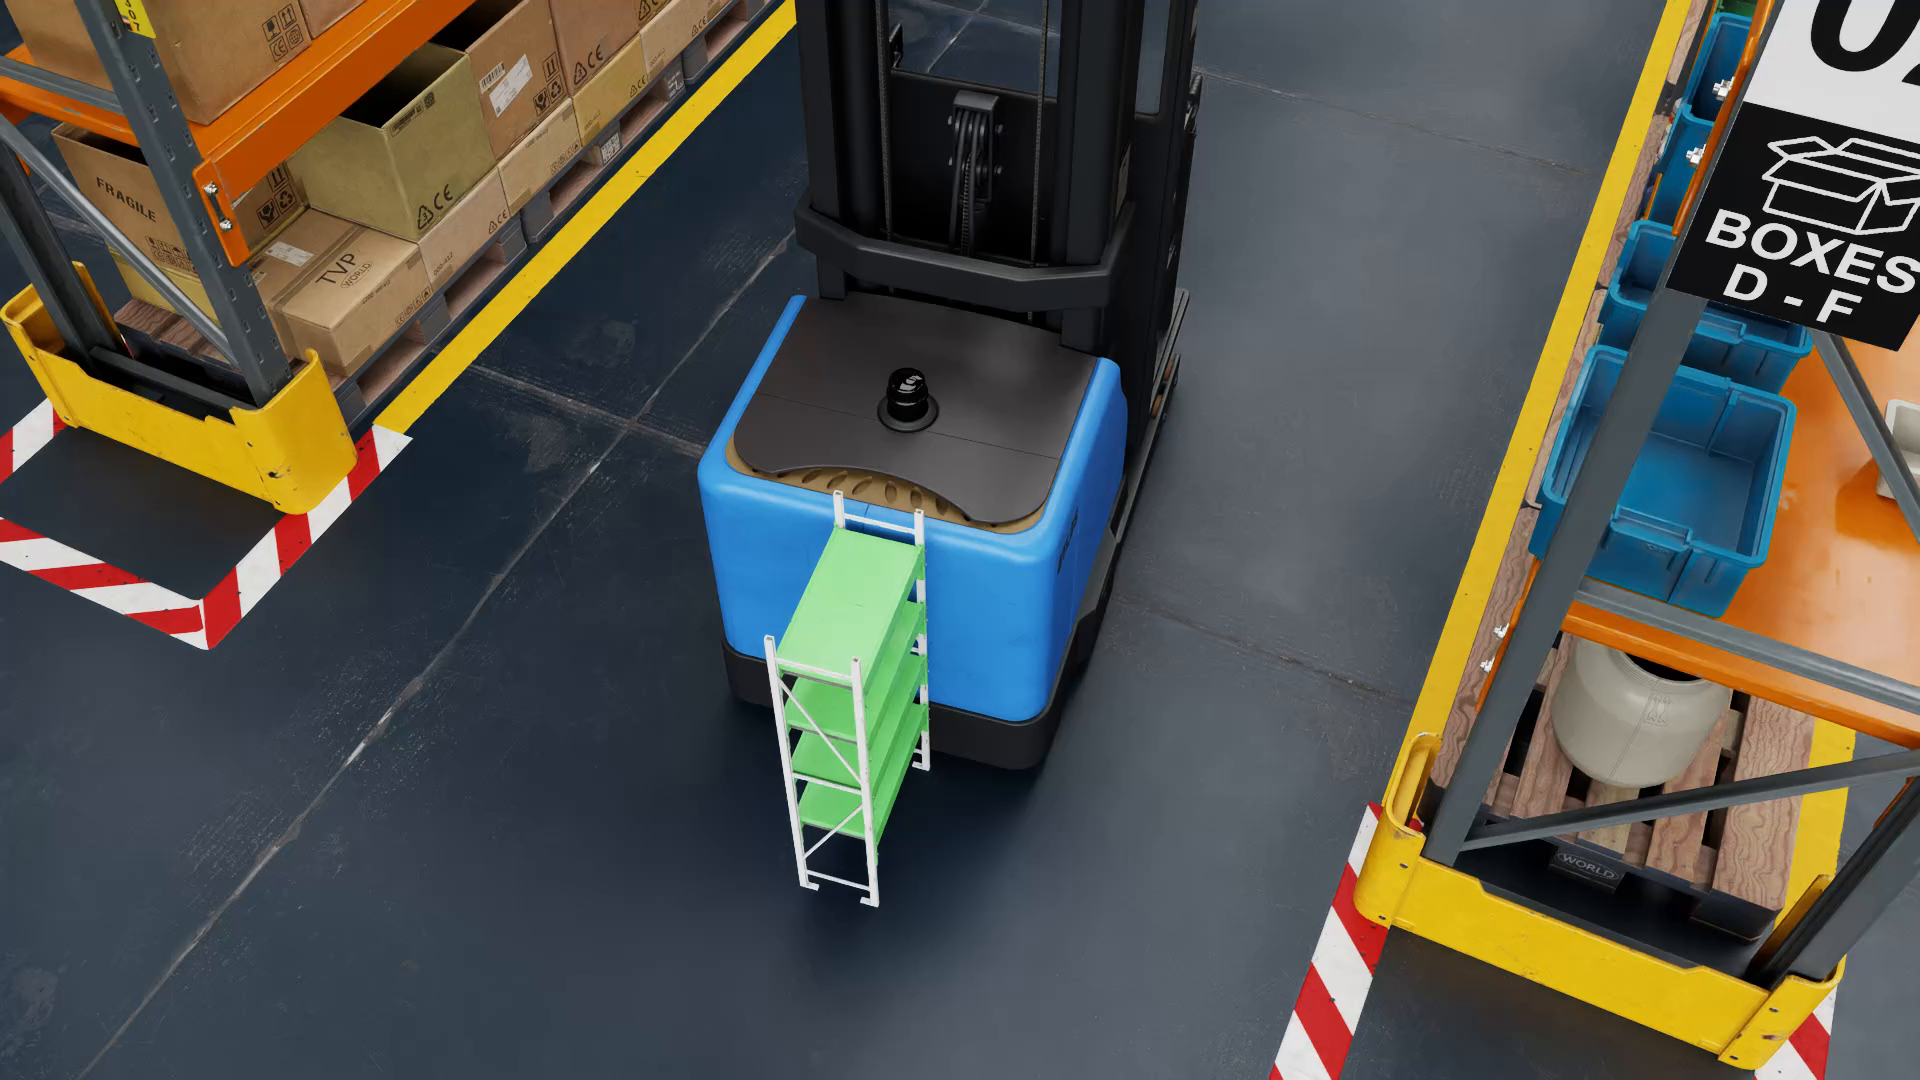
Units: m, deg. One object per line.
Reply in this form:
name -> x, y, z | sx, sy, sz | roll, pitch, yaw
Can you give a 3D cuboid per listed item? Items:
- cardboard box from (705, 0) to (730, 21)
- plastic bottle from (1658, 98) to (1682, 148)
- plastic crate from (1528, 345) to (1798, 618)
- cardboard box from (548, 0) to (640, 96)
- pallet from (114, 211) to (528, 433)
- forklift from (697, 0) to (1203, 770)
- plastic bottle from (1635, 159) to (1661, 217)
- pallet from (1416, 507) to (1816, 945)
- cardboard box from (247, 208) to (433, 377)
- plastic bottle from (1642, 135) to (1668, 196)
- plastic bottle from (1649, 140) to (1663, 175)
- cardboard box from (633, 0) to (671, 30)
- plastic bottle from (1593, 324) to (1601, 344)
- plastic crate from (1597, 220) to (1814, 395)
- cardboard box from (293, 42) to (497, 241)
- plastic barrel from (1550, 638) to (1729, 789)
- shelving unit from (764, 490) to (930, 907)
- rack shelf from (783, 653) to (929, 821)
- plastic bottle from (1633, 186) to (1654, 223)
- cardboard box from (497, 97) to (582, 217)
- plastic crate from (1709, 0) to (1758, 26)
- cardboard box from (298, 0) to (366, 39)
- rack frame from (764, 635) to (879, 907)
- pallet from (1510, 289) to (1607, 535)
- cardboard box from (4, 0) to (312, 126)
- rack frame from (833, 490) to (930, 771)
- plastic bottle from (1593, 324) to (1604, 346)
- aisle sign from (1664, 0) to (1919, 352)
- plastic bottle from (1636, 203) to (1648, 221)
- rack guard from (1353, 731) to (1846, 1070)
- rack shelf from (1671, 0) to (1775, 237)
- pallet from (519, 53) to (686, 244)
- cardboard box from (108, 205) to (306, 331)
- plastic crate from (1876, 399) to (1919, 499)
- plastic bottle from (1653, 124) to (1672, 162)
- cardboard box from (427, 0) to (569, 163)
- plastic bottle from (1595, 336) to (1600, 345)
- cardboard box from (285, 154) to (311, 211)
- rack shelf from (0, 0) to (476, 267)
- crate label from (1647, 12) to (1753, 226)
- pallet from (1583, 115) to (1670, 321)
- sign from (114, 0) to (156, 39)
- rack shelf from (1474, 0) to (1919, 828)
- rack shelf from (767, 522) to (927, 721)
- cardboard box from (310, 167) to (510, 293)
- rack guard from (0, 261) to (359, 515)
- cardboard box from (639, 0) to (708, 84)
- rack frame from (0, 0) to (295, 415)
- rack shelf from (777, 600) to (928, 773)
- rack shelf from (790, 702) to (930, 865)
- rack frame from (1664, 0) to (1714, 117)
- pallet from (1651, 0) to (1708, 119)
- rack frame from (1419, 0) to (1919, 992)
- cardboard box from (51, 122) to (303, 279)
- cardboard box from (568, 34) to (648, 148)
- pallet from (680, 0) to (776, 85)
cardboard box -> -1.253, -2.637, 7.554 | 0.500, 0.250, 0.500 | 20, 52, 16
plastic bottle -> 2.914, -1.691, 6.722 | 0.097, 0.271, 0.097 | 0, 50, 0
plastic crate -> 1.681, -0.149, 4.004 | 0.499, 0.251, 0.616 | 20, 52, 16
cardboard box -> -1.665, -2.186, 6.678 | 0.500, 0.500, 0.500 | 20, 52, 16
pallet -> -2.450, -1.006, 6.467 | 1.003, 0.211, 1.213 | 20, 52, 16
forklift -> 0.182, -1.403, 5.020 | 1.130, 2.935, 3.031 | 13, 51, 11
plastic bottle -> 2.727, -1.372, 6.399 | 0.144, 0.351, 0.185 | 21, 53, 17
pallet -> 2.080, 0.524, 5.166 | 1.003, 0.211, 1.213 | 20, 52, 16
cardboard box -> -2.309, -0.911, 6.085 | 0.500, 0.250, 0.500 | 20, 52, 16
plastic bottle -> 2.801, -1.461, 6.523 | 0.152, 0.276, 0.135 | 22, 53, 17
plastic bottle -> 2.828, -1.528, 6.629 | 0.097, 0.201, 0.097 | 0, 50, 0
cardboard box -> -1.465, -2.535, 6.975 | 0.500, 0.500, 0.500 | 20, 52, 16
plastic bottle -> 2.385, -0.822, 5.930 | 0.144, 0.351, 0.185 | 22, 53, 18
plastic crate -> 1.964, -0.594, 4.383 | 0.499, 0.251, 0.408 | 20, 52, 16
cardboard box -> -2.097, -1.499, 6.093 | 0.500, 0.500, 0.500 | 20, 52, 16
plastic barrel -> 1.950, 0.437, 4.766 | 0.421, 0.512, 0.421 | 0, 50, 0
shelving unit -> -0.281, 0.470, 4.562 | 0.258, 1.200, 0.503 | 13, 51, 11
rack shelf -> -0.281, 0.512, 4.611 | 0.258, 0.148, 0.480 | 13, 51, 11
plastic bottle -> 2.646, -1.242, 6.288 | 0.144, 0.351, 0.185 | 18, 52, 15
cardboard box -> -1.884, -1.601, 6.672 | 0.500, 0.250, 0.500 | 20, 52, 16
plastic crate -> 2.612, -1.598, 5.279 | 0.450, 0.188, 0.662 | 20, 52, 16
cardboard box -> -2.308, -2.082, 5.486 | 0.700, 0.500, 0.500 | 21, 53, 17
rack frame -> -0.352, 0.648, 4.411 | 0.240, 1.200, 0.015 | 13, 51, 11
pallet -> 2.602, -0.313, 5.878 | 1.003, 0.211, 1.213 | 20, 52, 16
cardboard box -> -2.528, -1.719, 5.177 | 0.700, 0.500, 0.500 | 20, 52, 16
rack frame -> -0.209, 0.293, 4.713 | 0.240, 1.200, 0.015 | 13, 51, 11
plastic bottle -> 2.318, -0.682, 5.860 | 0.152, 0.276, 0.135 | 18, 52, 15
aisle sign -> 1.439, -0.644, 2.622 | 0.394, 0.787, 0.004 | 20, 52, 16
plastic bottle -> 2.538, -1.120, 6.229 | 0.061, 0.283, 0.133 | 22, 53, 18
rack guard -> 1.728, 0.988, 4.581 | 1.175, 0.500, 0.348 | 20, 52, 16
rack shelf -> 2.592, -1.871, 3.875 | 1.077, 0.370, 4.000 | 20, 52, 16
pallet -> -1.928, -1.843, 7.179 | 1.003, 0.211, 1.213 | 20, 52, 16
cardboard box -> -2.777, -1.079, 6.229 | 0.500, 0.250, 0.500 | 20, 52, 16
plastic crate -> 2.411, -0.181, 4.107 | 0.298, 0.136, 0.250 | 20, 52, 16
plastic bottle -> 2.871, -1.598, 6.689 | 0.097, 0.201, 0.097 | 0, 50, 0
cardboard box -> -1.895, -1.847, 6.390 | 0.500, 0.500, 0.500 | 20, 52, 16
plastic bottle -> 2.259, -0.587, 5.779 | 0.152, 0.276, 0.135 | 20, 53, 16
cardboard box -> -2.574, -1.428, 6.525 | 0.500, 0.250, 0.500 | 20, 52, 16
rack shelf -> -1.885, -2.513, 6.391 | 1.077, 0.370, 4.000 | 20, 52, 16
crate label -> 2.280, -1.122, 4.712 | 0.502, 0.435, 0.616 | 20, 52, 16
pallet -> 3.122, -1.157, 6.596 | 1.003, 0.211, 1.213 | 20, 52, 16
sign -> -2.240, -1.490, 4.428 | 0.100, 0.325, 0.005 | 20, 52, 16
rack shelf -> 2.592, -0.899, 5.018 | 1.077, 0.370, 4.000 | 20, 52, 16
rack shelf -> -0.281, 0.201, 4.245 | 0.258, 0.148, 0.480 | 13, 51, 11
cardboard box -> -2.098, -1.256, 6.379 | 0.500, 0.250, 0.500 | 20, 52, 16
rack guard -> -2.749, -0.542, 5.883 | 1.175, 0.500, 0.348 | 20, 52, 16
cardboard box -> -1.453, -2.288, 7.257 | 0.500, 0.250, 0.500 | 20, 52, 16
rack frame -> -2.739, -1.369, 4.945 | 1.000, 3.000, 0.127 | 20, 52, 16
rack shelf -> -0.281, 0.356, 4.428 | 0.258, 0.148, 0.480 | 13, 51, 11
rack shelf -> -0.281, 0.667, 4.793 | 0.258, 0.148, 0.480 | 13, 51, 11
rack frame -> 3.447, -2.509, 5.915 | 1.000, 3.000, 0.127 | 20, 52, 16
pallet -> 3.747, -2.159, 7.448 | 1.003, 0.211, 1.213 | 20, 52, 16
rack frame -> 1.738, 0.245, 3.572 | 1.000, 3.000, 0.127 | 20, 52, 16
cardboard box -> -2.779, -1.323, 5.944 | 0.500, 0.500, 0.500 | 20, 52, 16
cardboard box -> -1.666, -1.943, 6.964 | 0.500, 0.250, 0.500 | 20, 52, 16
pallet -> -1.408, -2.686, 7.897 | 1.003, 0.211, 1.213 | 20, 52, 16
